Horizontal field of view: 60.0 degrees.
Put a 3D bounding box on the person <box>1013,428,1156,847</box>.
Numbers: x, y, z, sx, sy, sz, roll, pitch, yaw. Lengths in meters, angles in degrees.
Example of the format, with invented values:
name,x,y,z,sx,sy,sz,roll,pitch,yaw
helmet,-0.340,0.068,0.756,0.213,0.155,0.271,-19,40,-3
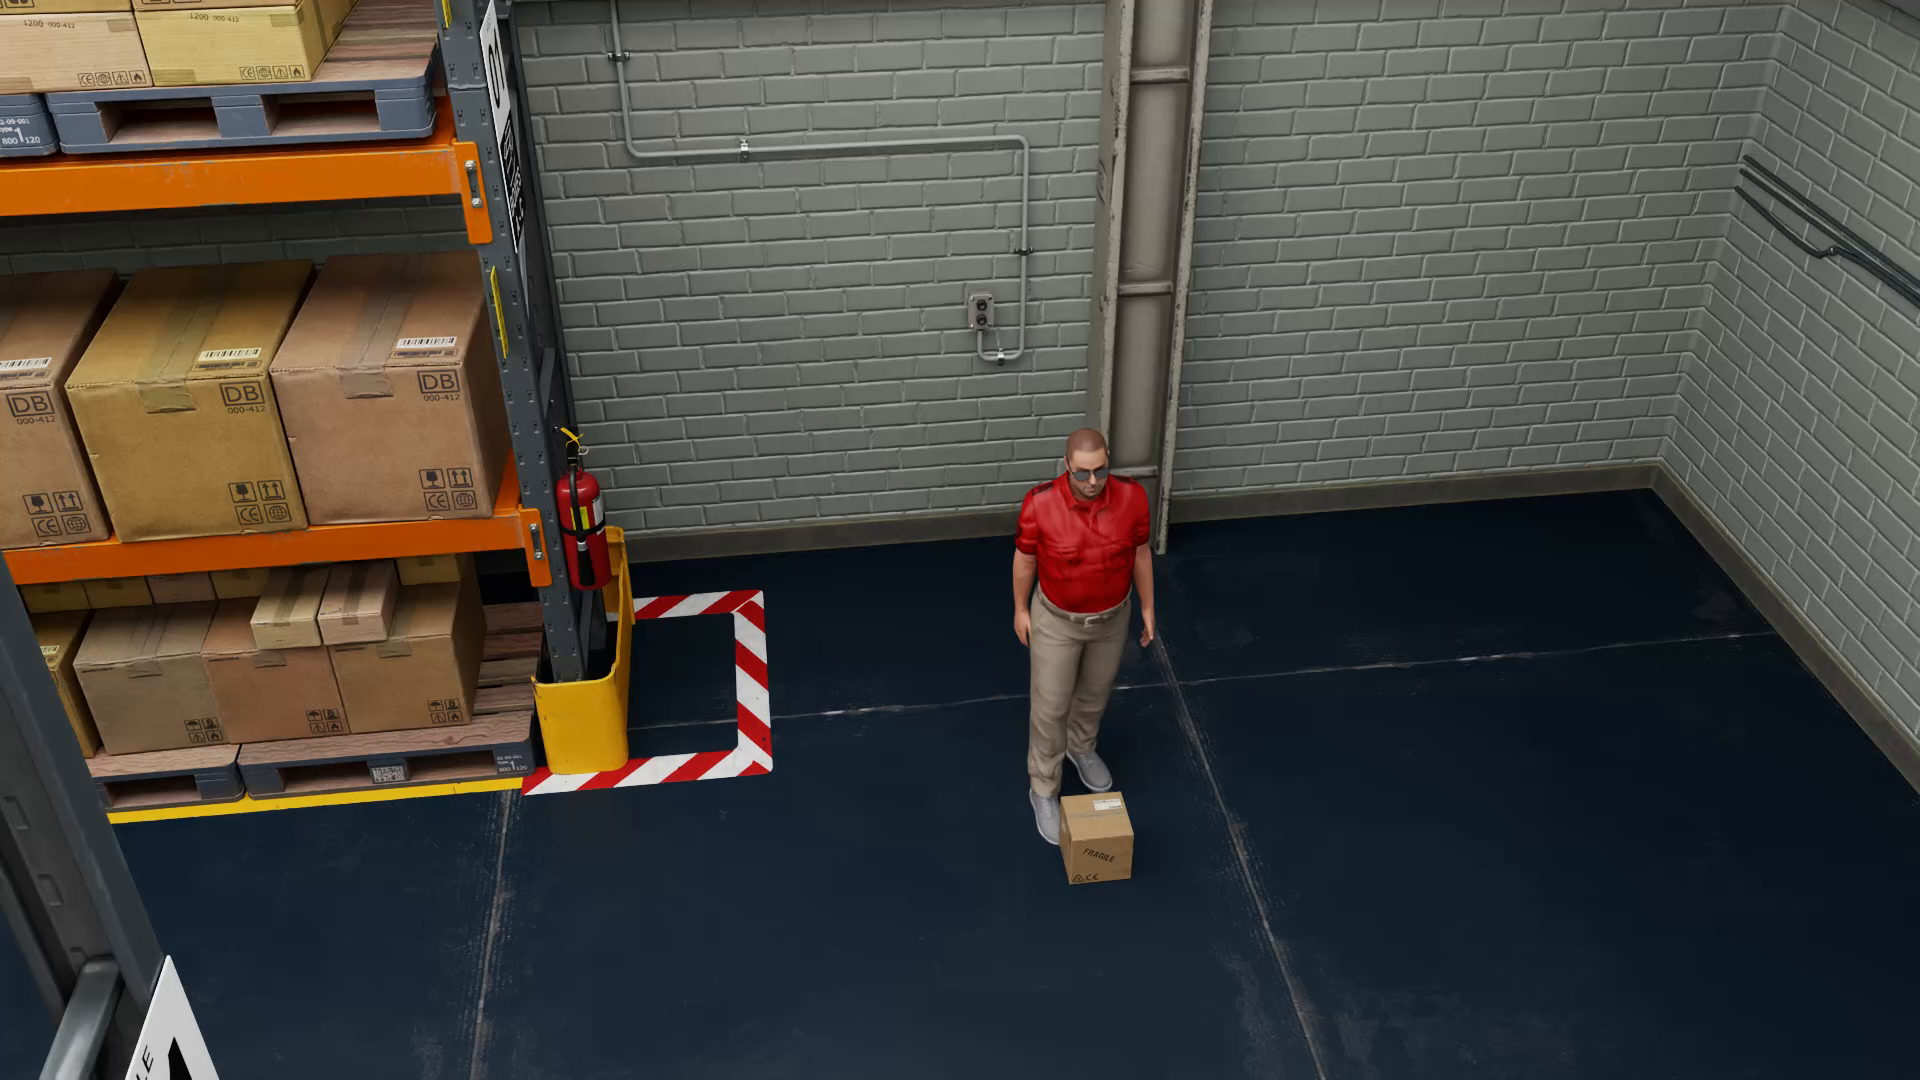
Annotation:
name,x,y,z,sx,sy,sz,roll,pitch,yaw
person,0.541,0.368,6.627,0.559,1.739,0.572,-9,36,-13
